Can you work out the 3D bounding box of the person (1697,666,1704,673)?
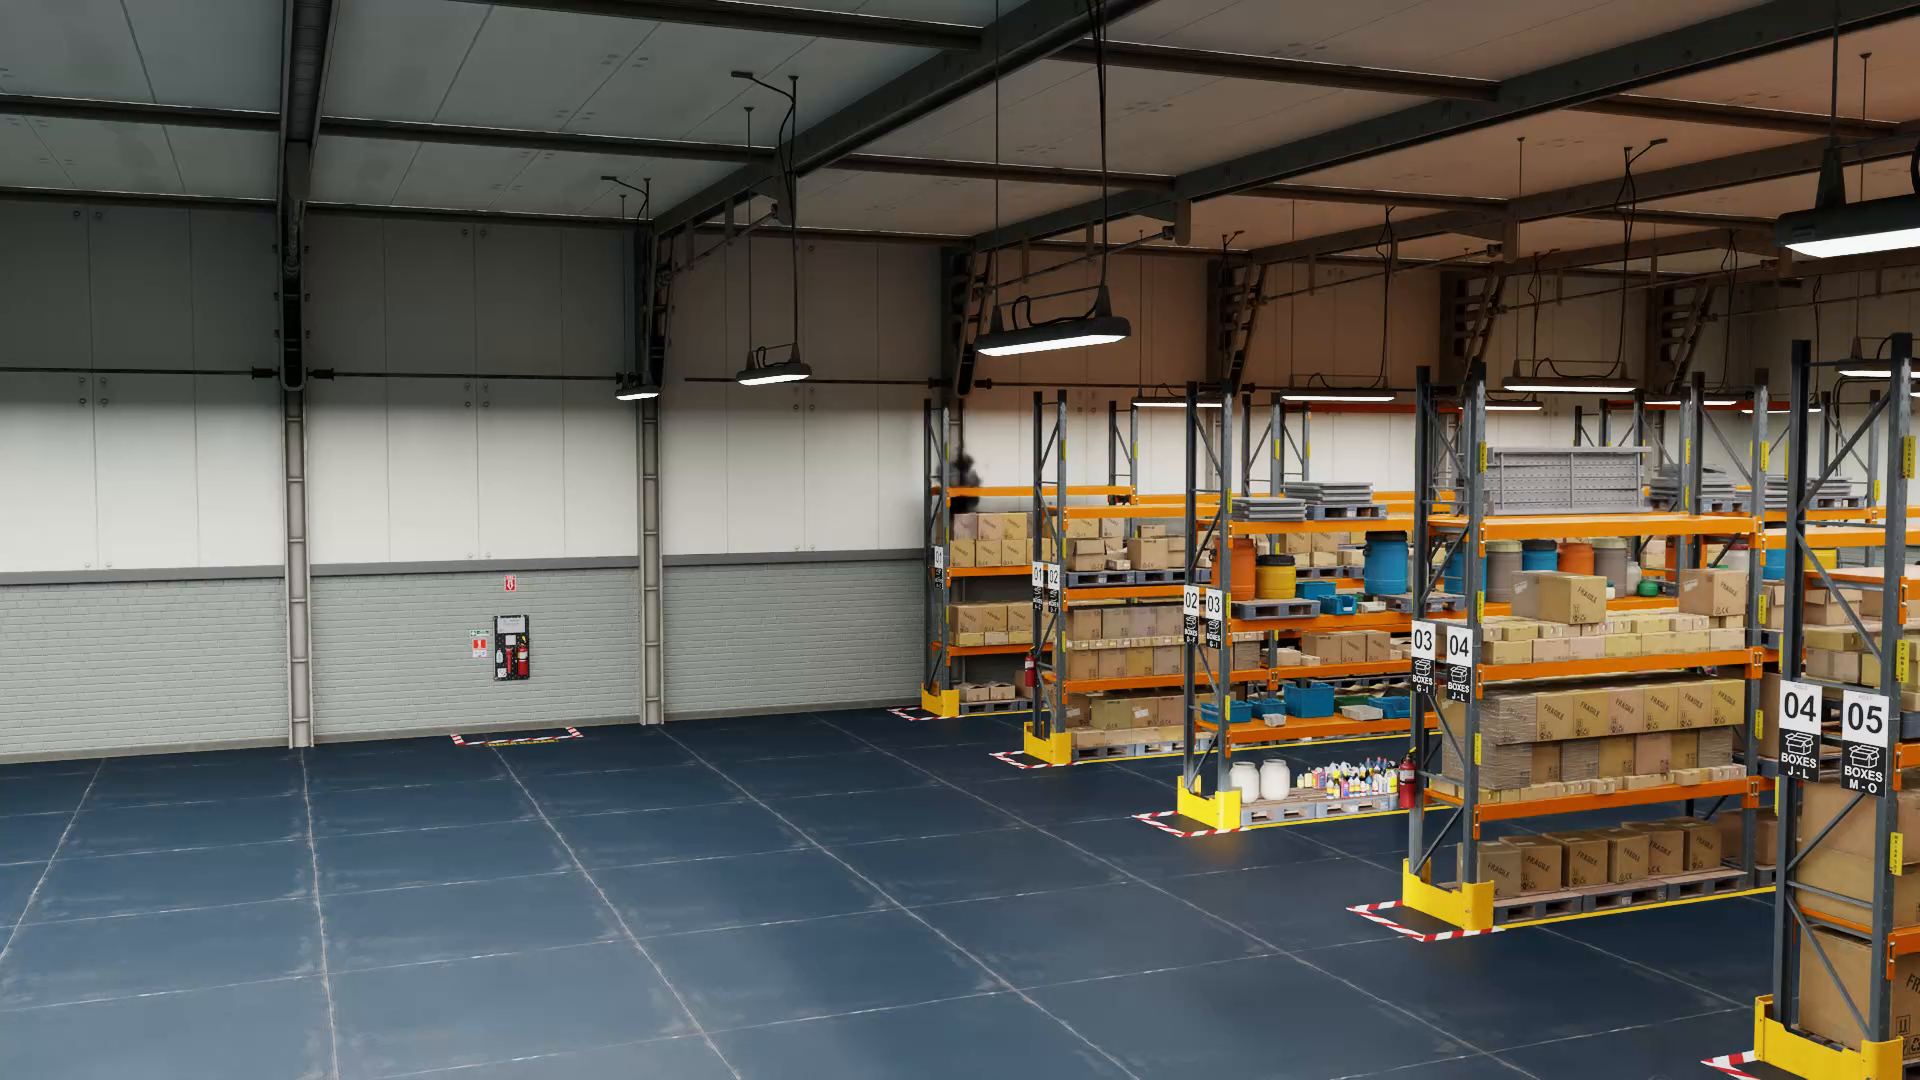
[{"bbox_3d":[12.927,2.609,29.525,0.581,1.683,0.576,-2,4,-33],"label":"person"}]
